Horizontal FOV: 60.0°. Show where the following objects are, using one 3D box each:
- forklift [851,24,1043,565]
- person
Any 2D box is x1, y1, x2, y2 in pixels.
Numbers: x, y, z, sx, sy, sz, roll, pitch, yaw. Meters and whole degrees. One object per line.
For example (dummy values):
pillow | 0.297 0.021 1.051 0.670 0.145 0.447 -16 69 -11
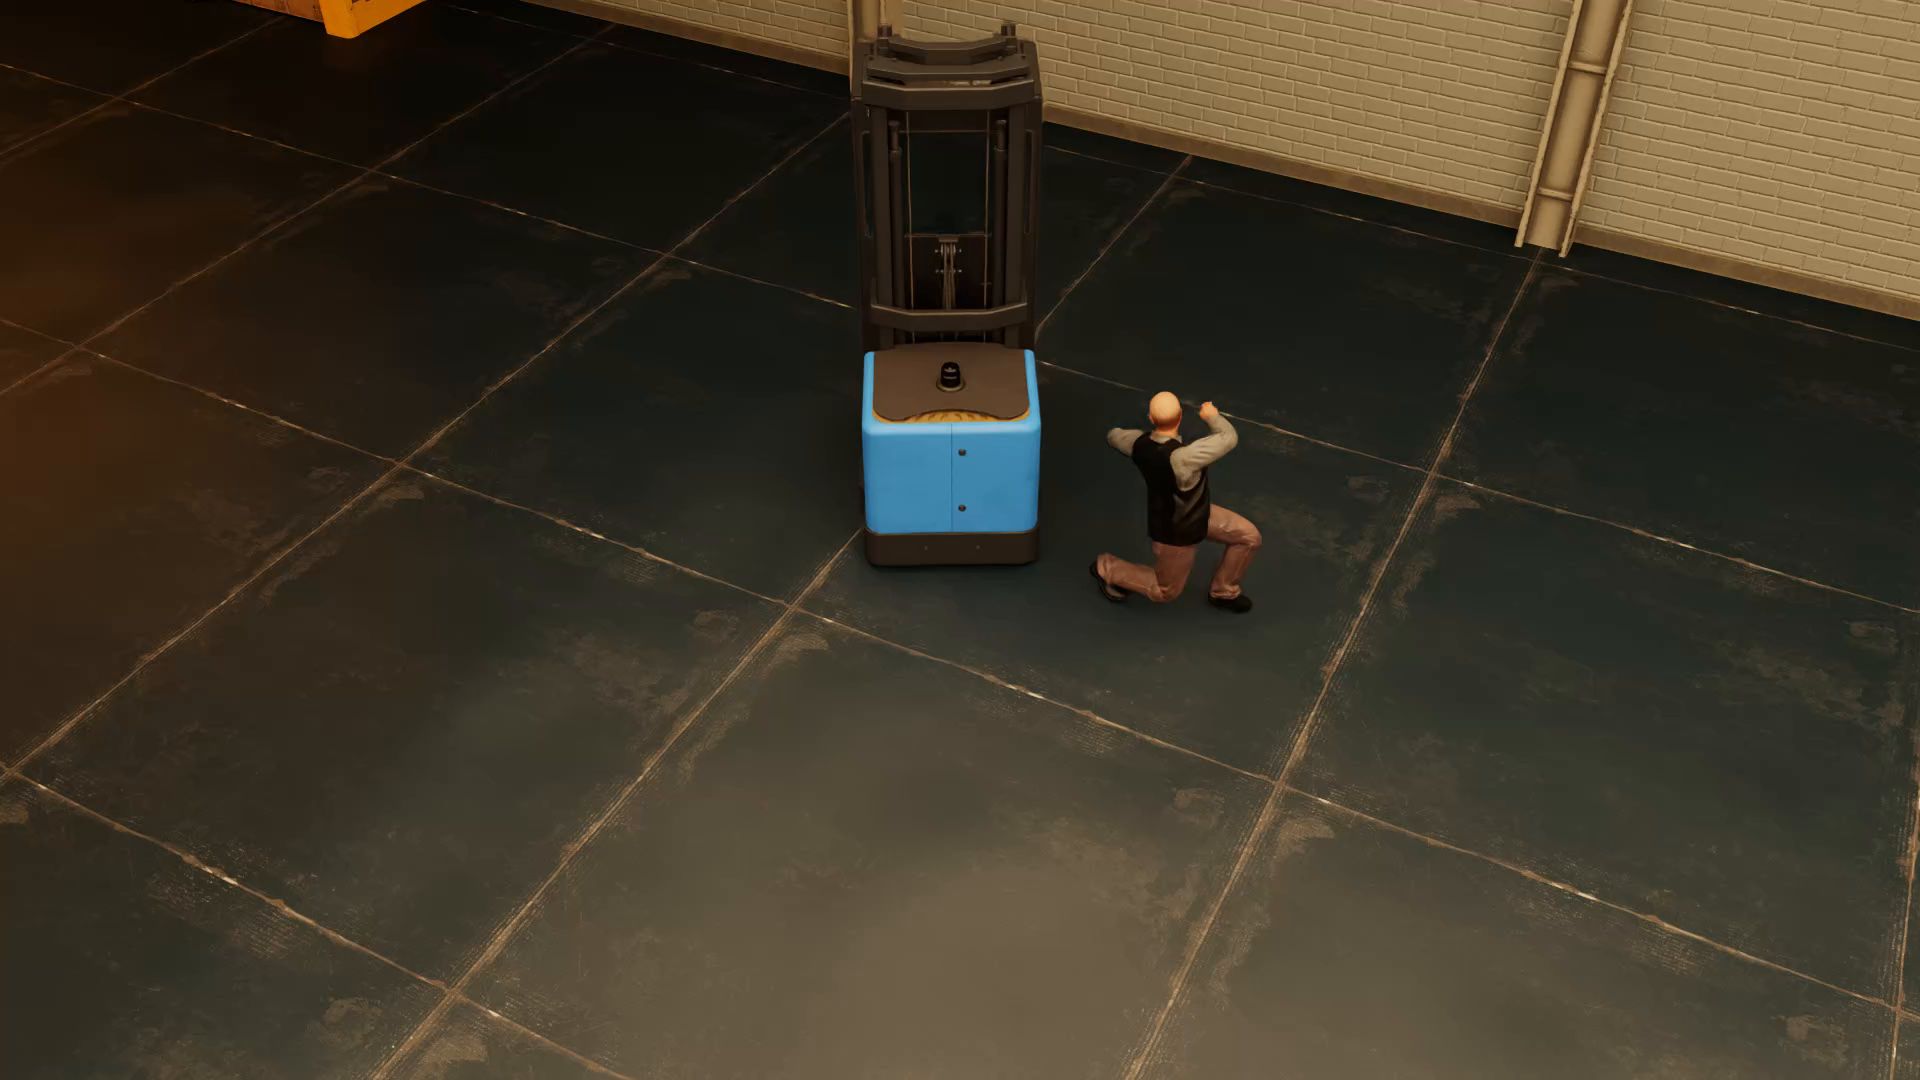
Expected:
forklift | -0.081 -1.895 10.237 1.130 2.935 3.031 -1 40 -1
person | 1.255 -0.295 9.501 0.972 1.427 0.887 3 40 3
